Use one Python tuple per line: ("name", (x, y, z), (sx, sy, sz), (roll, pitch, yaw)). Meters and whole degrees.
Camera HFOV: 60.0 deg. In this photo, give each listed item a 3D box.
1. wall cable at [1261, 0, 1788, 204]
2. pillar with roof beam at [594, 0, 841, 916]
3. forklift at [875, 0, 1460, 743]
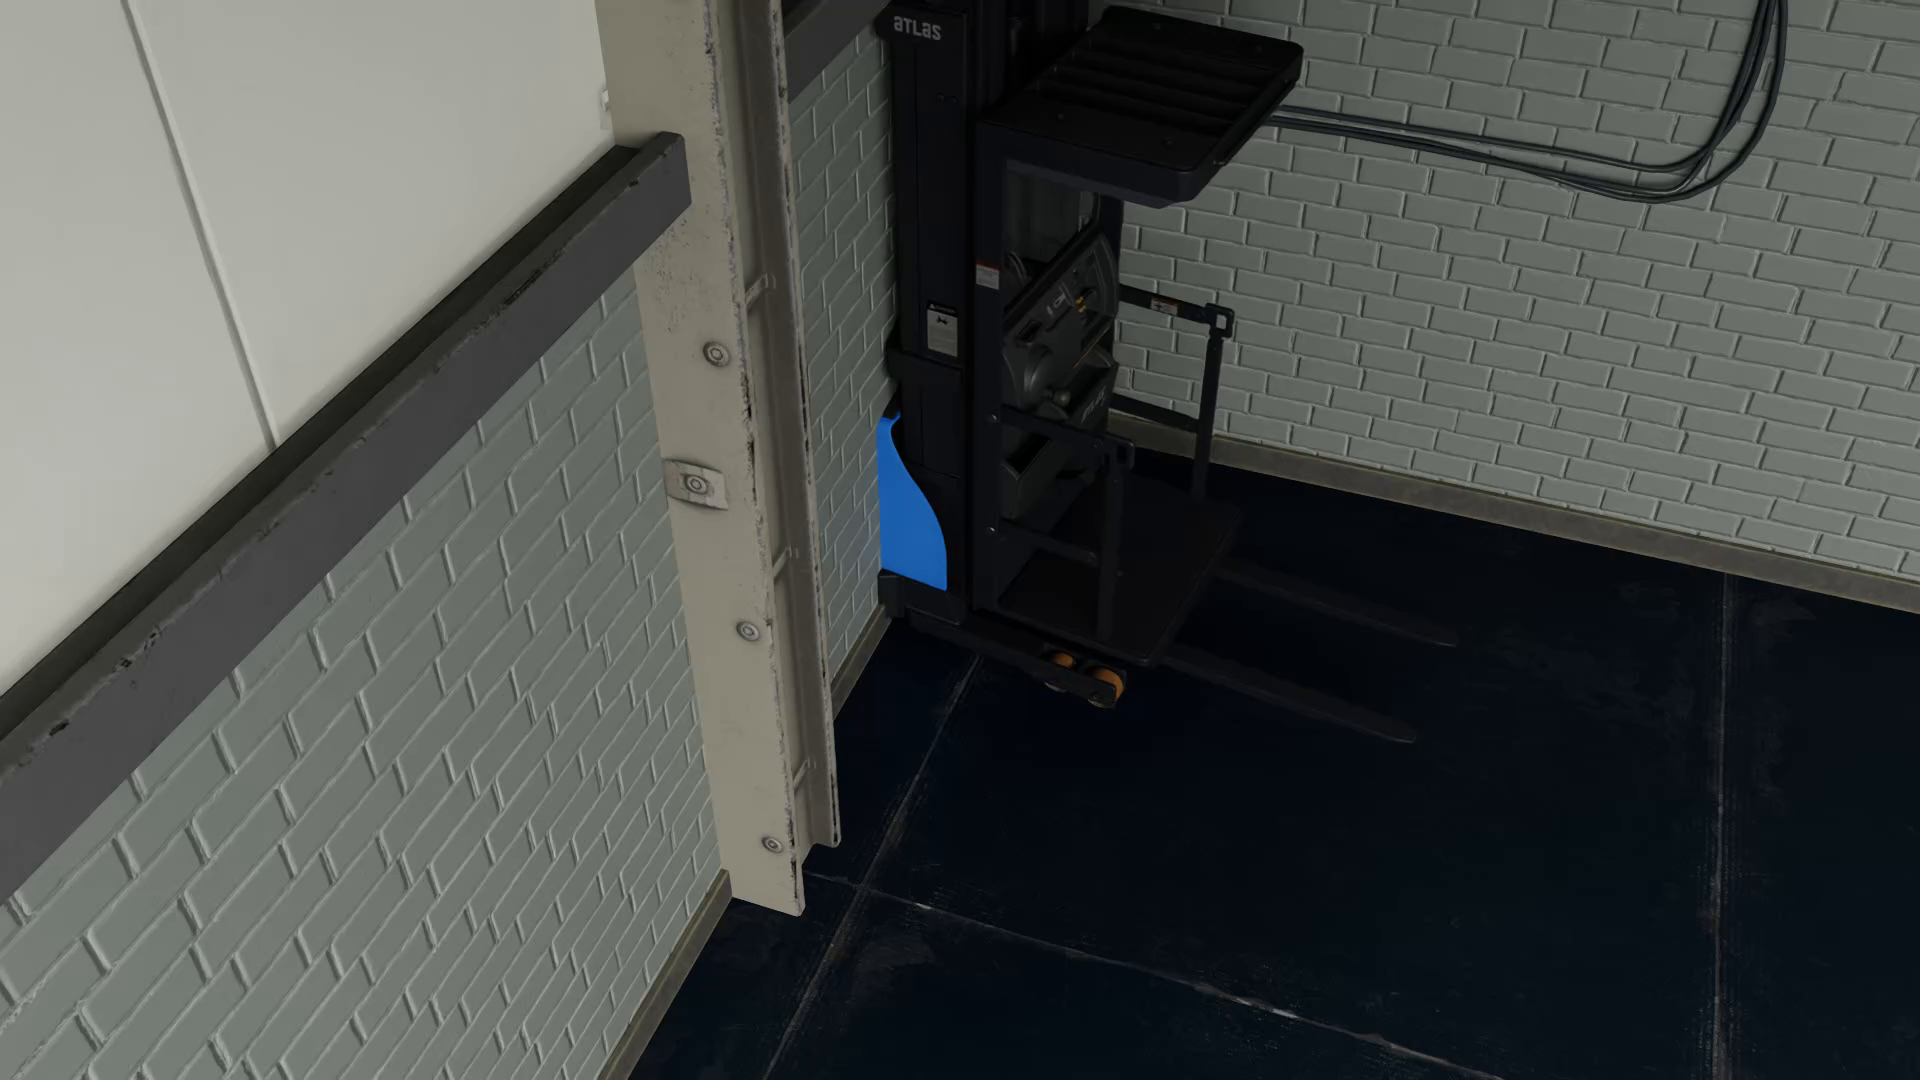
("wall cable", (1.586, -2.521, 6.118), (3.097, 2.526, 0.112), (13, 42, 15))
("pillar with roof beam", (3.381, -1.243, 2.228), (9.100, 9.000, 0.400), (13, 42, 15))
("forklift", (0.580, -0.817, 6.403), (3.031, 2.935, 1.130), (19, 44, 21))
